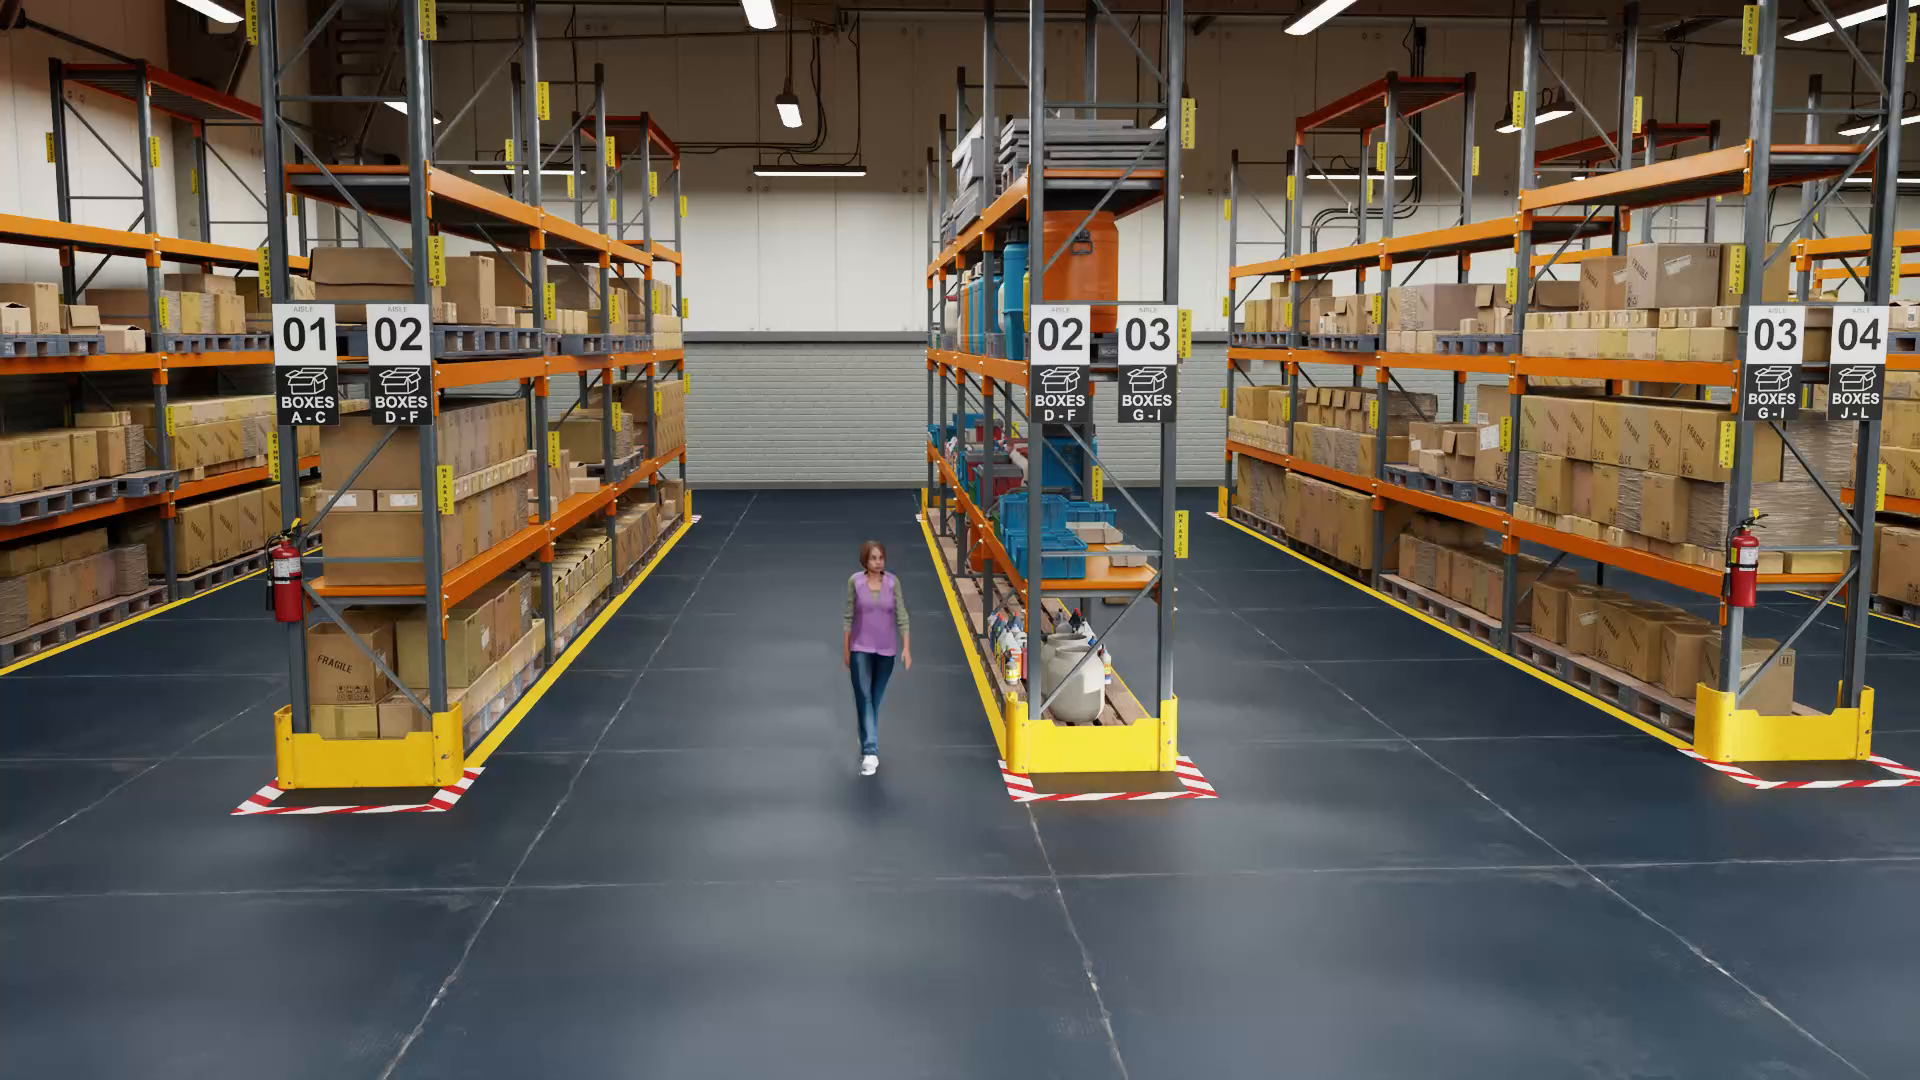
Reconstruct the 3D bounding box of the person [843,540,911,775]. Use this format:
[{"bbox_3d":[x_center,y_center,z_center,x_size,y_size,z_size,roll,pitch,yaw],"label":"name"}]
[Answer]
[{"bbox_3d":[-0.567,0.773,11.580,0.439,1.551,0.911,-2,7,-14],"label":"person"}]
